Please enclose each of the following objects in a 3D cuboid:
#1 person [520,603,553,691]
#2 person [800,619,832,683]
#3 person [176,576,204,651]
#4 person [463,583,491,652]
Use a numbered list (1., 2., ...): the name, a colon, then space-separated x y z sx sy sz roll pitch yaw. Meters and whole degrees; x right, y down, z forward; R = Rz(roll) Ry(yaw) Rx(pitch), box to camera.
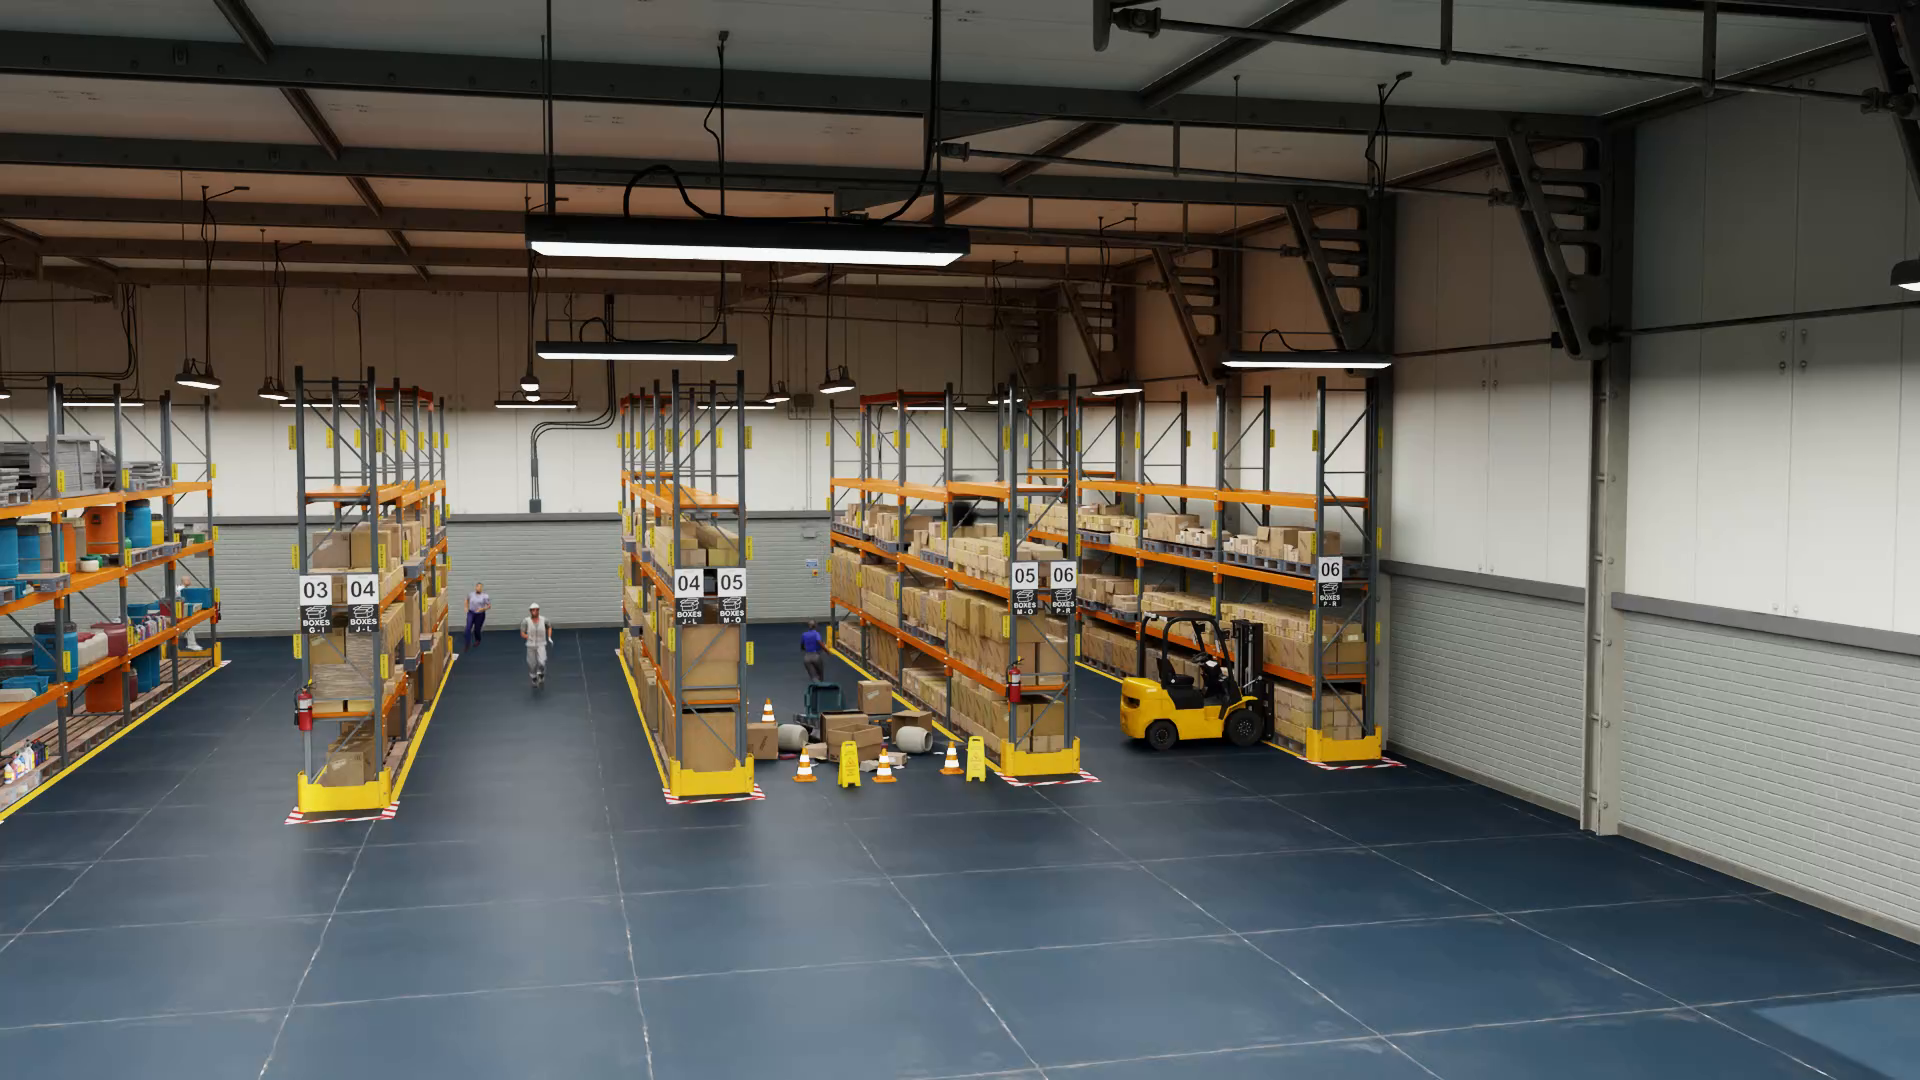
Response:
1. person: -8.422 2.135 33.098 0.642 1.766 0.777 -1 4 -14
2. person: -2.797 2.334 31.952 0.700 1.596 0.639 1 4 16
3. person: -18.619 1.748 39.771 1.028 1.787 0.671 0 3 0
4. person: -11.533 1.840 39.753 0.646 1.634 0.835 0 3 -3
